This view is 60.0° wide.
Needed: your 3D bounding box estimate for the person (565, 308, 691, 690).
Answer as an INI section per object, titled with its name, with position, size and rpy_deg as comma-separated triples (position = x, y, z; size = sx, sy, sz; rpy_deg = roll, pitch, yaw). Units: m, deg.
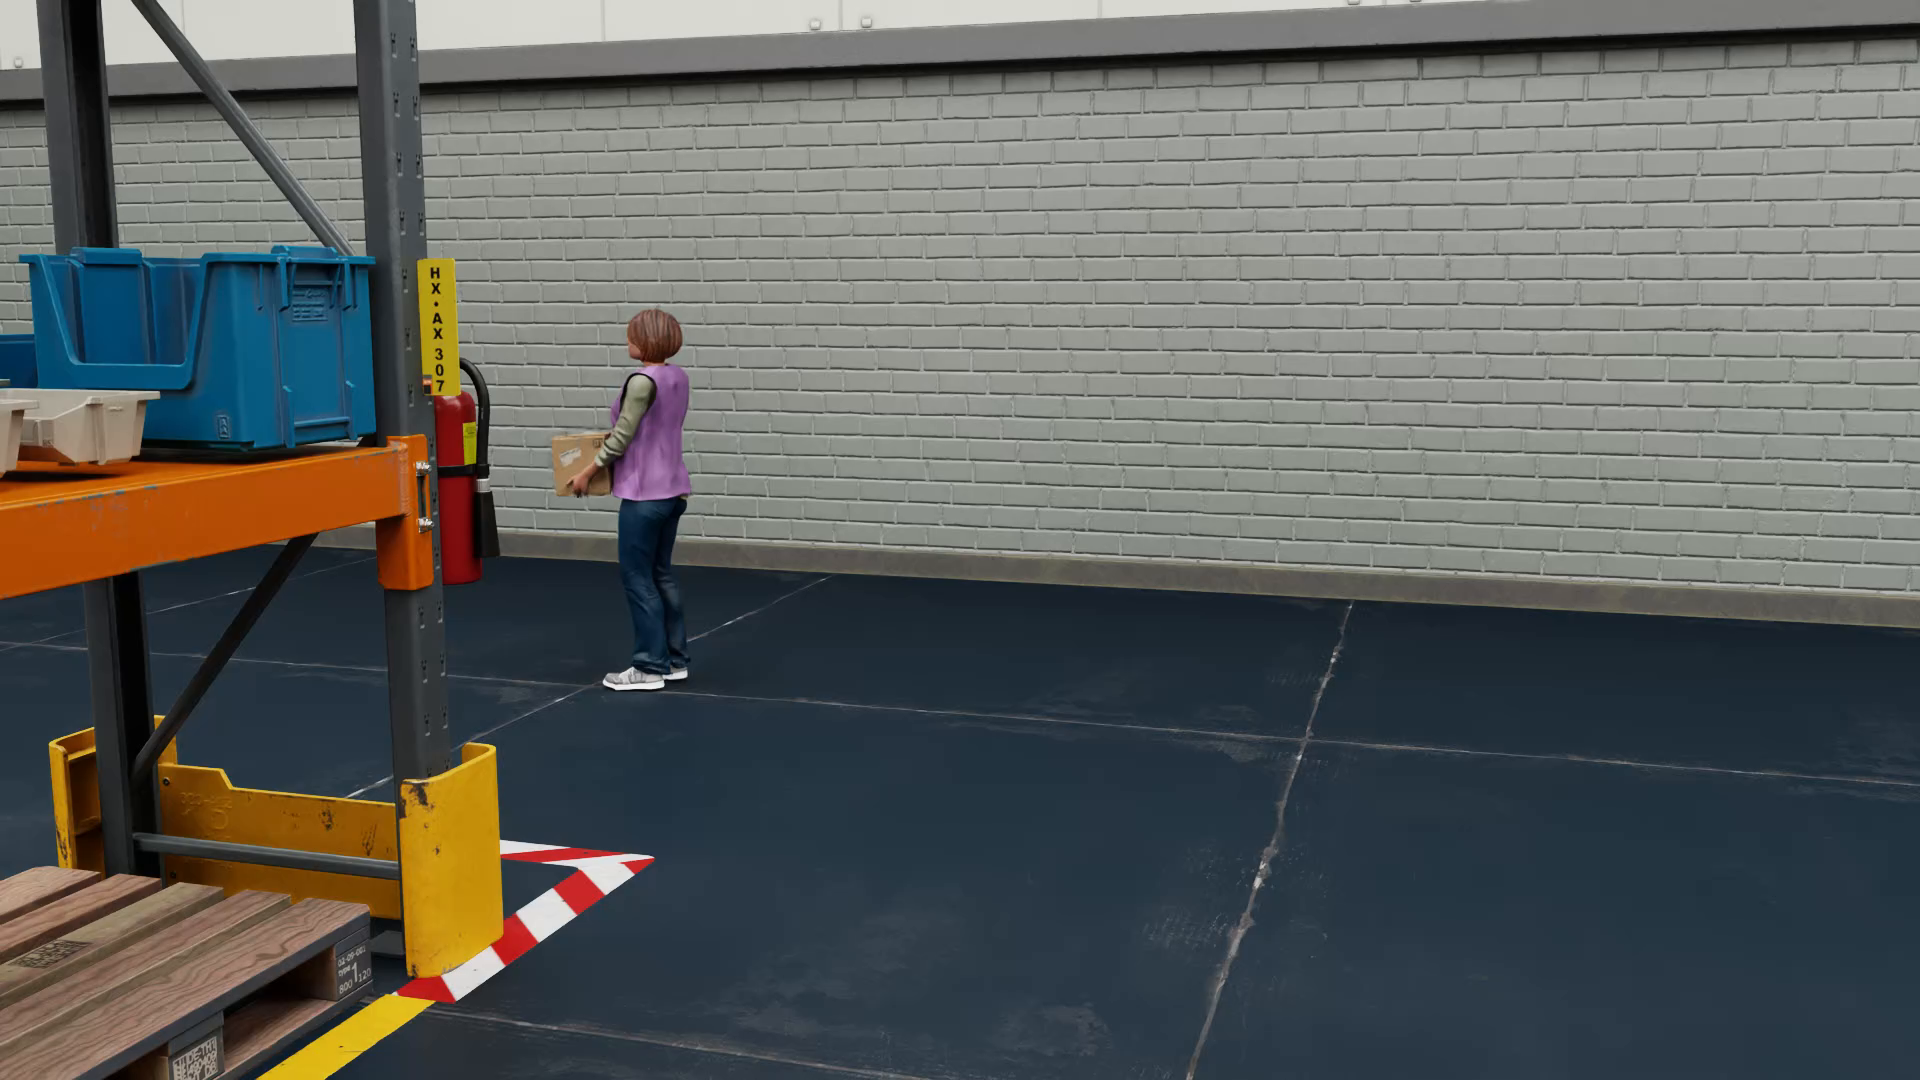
[person]
position = -1.381, -0.169, 6.989
size = 0.482, 1.596, 0.410
rpy_deg = 2, 9, 16
